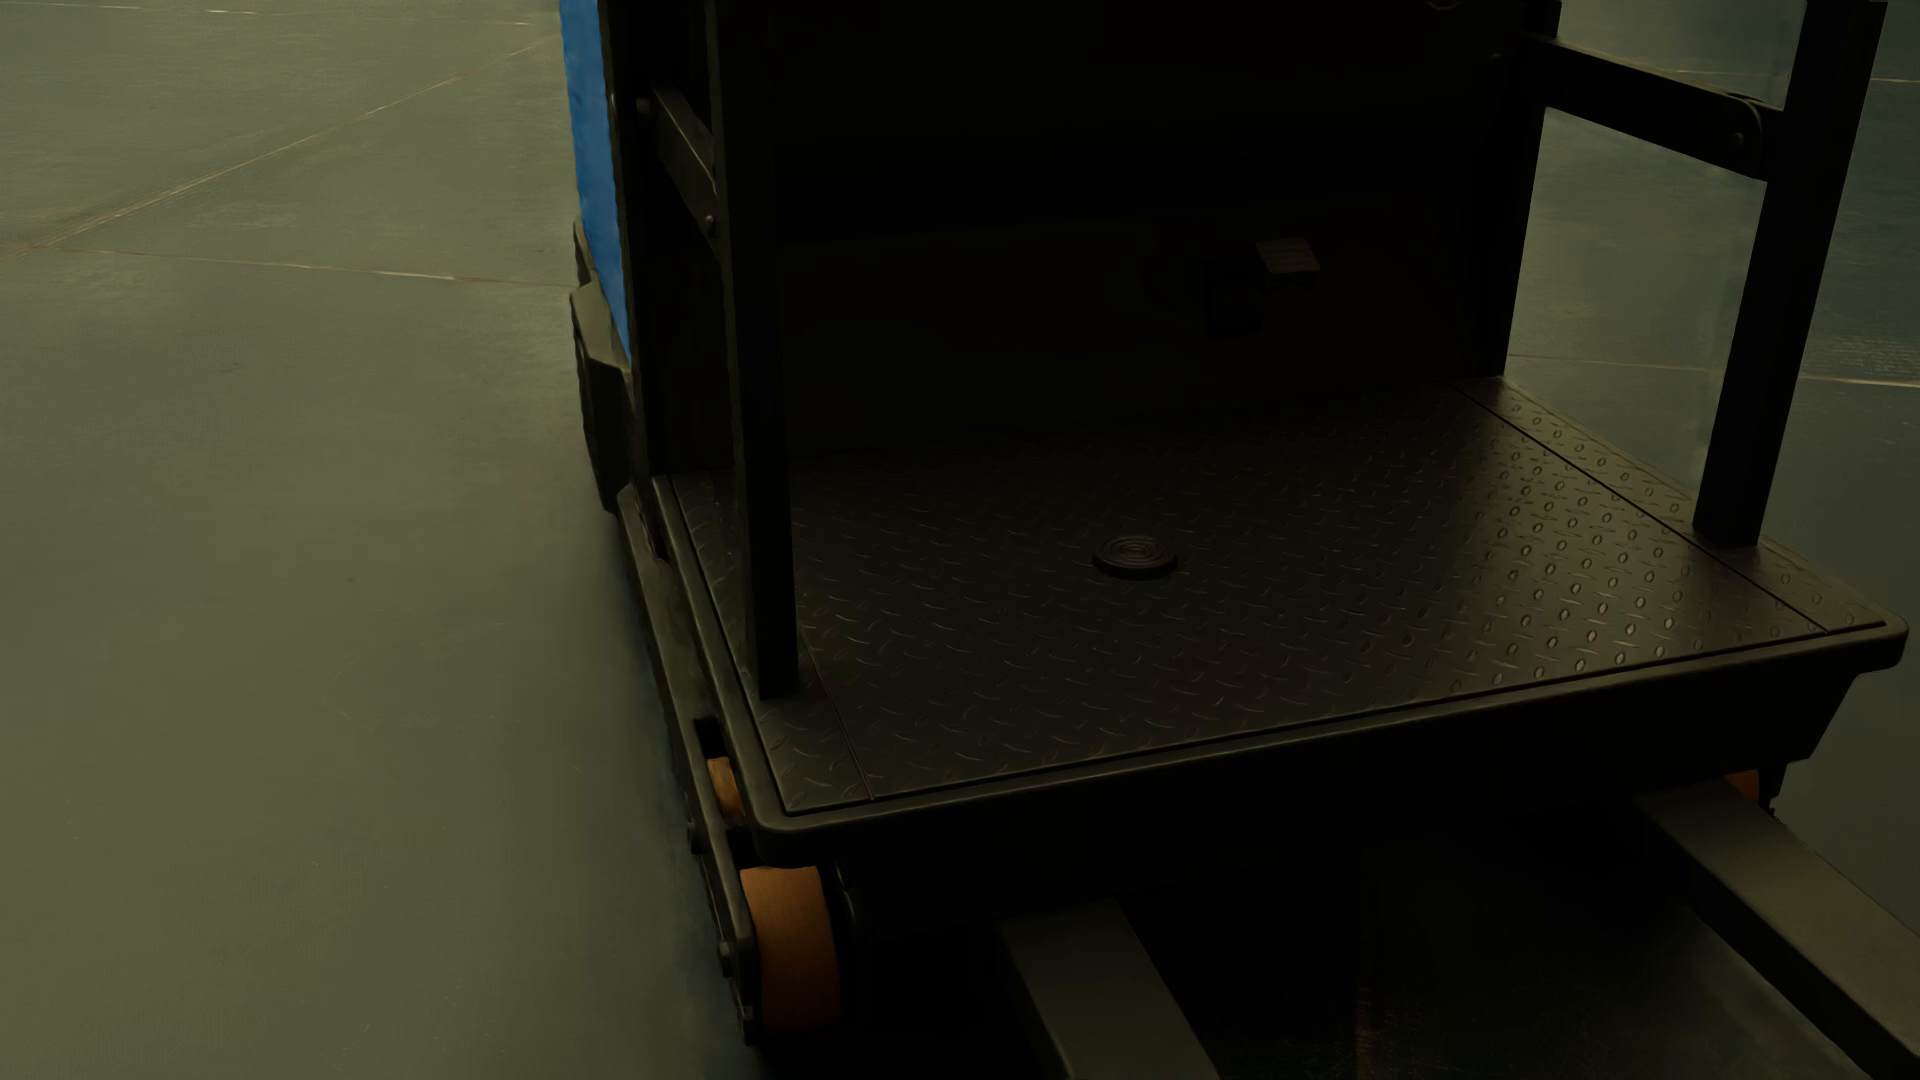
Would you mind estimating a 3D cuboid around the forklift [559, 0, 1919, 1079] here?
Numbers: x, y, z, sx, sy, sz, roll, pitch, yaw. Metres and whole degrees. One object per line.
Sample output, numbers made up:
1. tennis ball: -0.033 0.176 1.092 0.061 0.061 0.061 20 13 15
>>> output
1. forklift: 0.233 -1.041 1.308 1.130 2.935 3.031 -8 28 -15
